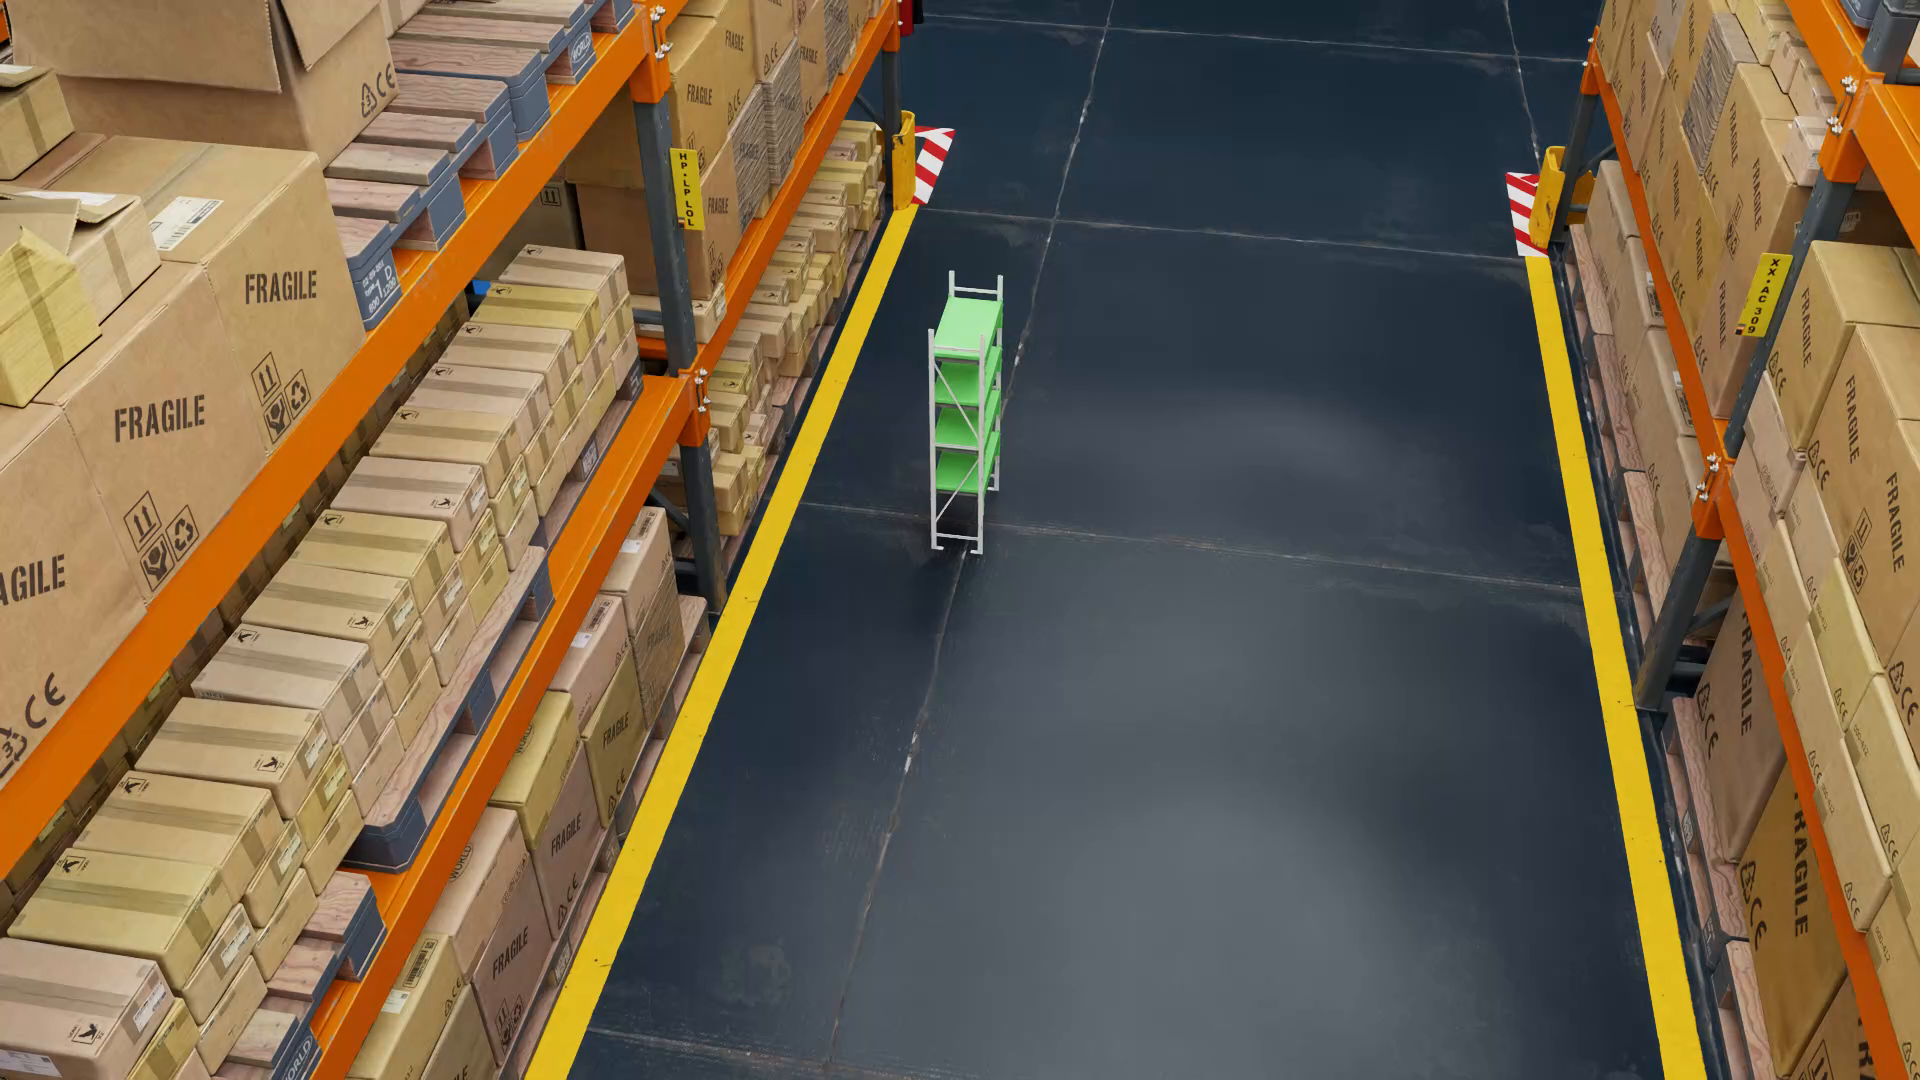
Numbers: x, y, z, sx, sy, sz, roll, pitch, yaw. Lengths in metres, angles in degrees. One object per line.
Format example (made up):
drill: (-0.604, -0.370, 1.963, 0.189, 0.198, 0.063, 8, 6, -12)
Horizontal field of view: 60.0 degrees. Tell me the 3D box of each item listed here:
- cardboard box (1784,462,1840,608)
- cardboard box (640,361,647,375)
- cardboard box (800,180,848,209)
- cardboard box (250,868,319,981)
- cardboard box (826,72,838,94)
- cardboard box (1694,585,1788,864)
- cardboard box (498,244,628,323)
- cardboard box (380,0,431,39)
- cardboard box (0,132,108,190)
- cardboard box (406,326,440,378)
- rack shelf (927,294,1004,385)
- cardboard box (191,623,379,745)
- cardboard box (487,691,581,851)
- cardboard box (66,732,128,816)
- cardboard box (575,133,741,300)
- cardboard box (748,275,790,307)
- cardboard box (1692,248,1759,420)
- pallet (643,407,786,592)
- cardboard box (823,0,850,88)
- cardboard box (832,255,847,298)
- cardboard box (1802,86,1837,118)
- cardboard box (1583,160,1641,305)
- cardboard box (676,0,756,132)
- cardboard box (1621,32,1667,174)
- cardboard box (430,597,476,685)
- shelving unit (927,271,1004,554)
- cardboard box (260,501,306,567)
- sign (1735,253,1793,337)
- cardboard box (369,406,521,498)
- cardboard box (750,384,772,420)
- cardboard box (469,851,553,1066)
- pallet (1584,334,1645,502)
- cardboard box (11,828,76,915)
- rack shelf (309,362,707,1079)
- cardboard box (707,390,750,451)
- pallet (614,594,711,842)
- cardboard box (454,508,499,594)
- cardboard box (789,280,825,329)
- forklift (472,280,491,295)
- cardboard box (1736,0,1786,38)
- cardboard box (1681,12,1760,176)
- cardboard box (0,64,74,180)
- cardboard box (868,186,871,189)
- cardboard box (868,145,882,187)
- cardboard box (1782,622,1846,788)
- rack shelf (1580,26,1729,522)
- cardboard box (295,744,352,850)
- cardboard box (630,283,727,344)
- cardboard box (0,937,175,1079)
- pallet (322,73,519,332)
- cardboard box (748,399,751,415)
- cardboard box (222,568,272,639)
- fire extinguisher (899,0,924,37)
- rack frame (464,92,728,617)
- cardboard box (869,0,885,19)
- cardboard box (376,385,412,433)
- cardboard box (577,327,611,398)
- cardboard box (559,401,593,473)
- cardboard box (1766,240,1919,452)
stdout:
cardboard box: (2.922, 0.016, 5.199, 0.500, 0.250, 0.500, 7, 40, 8)
cardboard box: (-1.708, -0.773, 7.868, 0.380, 0.149, 0.250, 6, 40, 7)
cardboard box: (-0.831, -1.866, 9.190, 0.380, 0.149, 0.250, 5, 40, 6)
cardboard box: (-1.878, 0.942, 4.221, 0.380, 0.149, 0.250, 8, 40, 10)
cardboard box: (-0.845, -2.449, 8.652, 0.380, 0.149, 0.250, 5, 40, 6)
cardboard box: (3.310, 0.631, 6.068, 0.875, 0.875, 0.875, 8, 40, 9)
cardboard box: (-1.432, -0.928, 6.015, 0.380, 0.149, 0.250, 8, 40, 10)
cardboard box: (-1.913, -1.661, 4.888, 0.500, 0.311, 0.500, 6, 40, 7)
cardboard box: (-2.234, -0.606, 3.793, 0.500, 0.500, 0.500, 6, 40, 8)
cardboard box: (-2.118, -0.727, 6.006, 0.380, 0.149, 0.250, 6, 40, 7)
rack shelf: (0.029, -0.887, 7.325, 0.258, 0.148, 0.480, 6, 40, 8)
cardboard box: (-1.794, 0.382, 4.431, 0.380, 0.149, 0.250, 8, 40, 10)
cardboard box: (-1.614, 0.755, 5.623, 0.500, 0.250, 0.500, 5, 40, 6)
cardboard box: (-2.478, 0.574, 4.433, 0.380, 0.149, 0.250, 6, 40, 8)
cardboard box: (-1.220, -1.343, 6.805, 0.500, 0.500, 0.500, 6, 40, 7)
cardboard box: (-1.076, -1.220, 8.409, 0.380, 0.149, 0.250, 5, 40, 6)
cardboard box: (3.167, -0.782, 6.360, 0.500, 0.500, 0.500, 7, 40, 8)
pallet: (-1.473, -0.257, 7.993, 1.003, 0.211, 1.213, 6, 40, 8)
cardboard box: (-0.859, -2.618, 8.347, 0.500, 0.500, 0.500, 7, 40, 8)
cardboard box: (-0.835, -1.475, 9.184, 0.380, 0.149, 0.250, 5, 40, 6)
cardboard box: (3.231, -1.480, 5.911, 0.380, 0.149, 0.250, 7, 40, 9)
cardboard box: (4.015, -1.684, 9.211, 0.875, 0.438, 0.875, 5, 40, 6)
cardboard box: (-1.162, -2.029, 6.850, 0.500, 0.500, 0.500, 5, 40, 6)
cardboard box: (3.499, -2.066, 7.913, 0.500, 0.500, 0.500, 6, 40, 7)
cardboard box: (-1.696, 0.285, 5.016, 0.380, 0.149, 0.250, 5, 40, 6)
shelving unit: (0.029, -0.566, 7.590, 0.258, 1.200, 0.503, 6, 40, 8)
cardboard box: (-2.298, -0.066, 5.207, 0.380, 0.149, 0.250, 6, 40, 7)
sign: (2.792, -0.849, 5.778, 0.100, 0.325, 0.005, 6, 40, 8)
cardboard box: (-1.615, -0.278, 5.230, 0.380, 0.149, 0.250, 5, 40, 6)
cardboard box: (-1.142, -0.656, 8.195, 0.380, 0.149, 0.250, 6, 40, 7)
cardboard box: (-1.705, 1.351, 5.491, 0.500, 0.500, 0.500, 5, 40, 7)
pallet: (3.756, -0.586, 8.390, 1.003, 0.211, 1.213, 6, 40, 8)
cardboard box: (-2.525, 0.861, 4.319, 0.380, 0.149, 0.250, 7, 40, 8)
rack shelf: (-1.900, 0.626, 5.301, 1.077, 0.370, 4.000, 6, 40, 8)
cardboard box: (-1.185, -0.559, 7.610, 0.380, 0.149, 0.250, 8, 40, 10)
pallet: (-1.688, 0.657, 6.887, 1.003, 0.211, 1.213, 6, 40, 8)
cardboard box: (-1.653, 0.013, 5.111, 0.380, 0.149, 0.250, 7, 40, 8)
cardboard box: (-0.920, -1.245, 8.673, 0.380, 0.149, 0.250, 7, 40, 8)
forklift: (-3.344, -2.362, 8.404, 3.031, 2.935, 1.130, 3, 40, 4)
cardboard box: (3.362, -2.122, 6.687, 0.380, 0.149, 0.250, 6, 40, 7)
cardboard box: (3.323, -1.813, 6.822, 0.500, 0.500, 0.500, 7, 40, 8)
cardboard box: (-2.230, -0.978, 3.642, 0.396, 0.266, 0.258, 6, 40, 8)
cardboard box: (-0.748, -2.127, 9.973, 0.380, 0.149, 0.250, 7, 40, 8)
cardboard box: (-0.672, -2.232, 9.867, 0.380, 0.149, 0.250, 5, 40, 6)
cardboard box: (2.810, 0.525, 4.975, 0.500, 0.250, 0.500, 6, 40, 7)
rack shelf: (3.685, -1.402, 7.753, 1.077, 0.370, 4.000, 6, 40, 8)
cardboard box: (-1.834, 0.646, 4.346, 0.380, 0.149, 0.250, 7, 40, 8)
cardboard box: (-1.183, -0.952, 6.841, 0.380, 0.149, 0.250, 8, 40, 9)
cardboard box: (-1.975, 1.038, 3.638, 0.380, 0.149, 0.250, 6, 40, 8)
pallet: (-1.943, -0.964, 4.451, 1.213, 0.211, 1.003, 6, 40, 8)
cardboard box: (-1.214, -0.602, 7.896, 0.380, 0.149, 0.250, 6, 40, 7)
cardboard box: (-2.343, 0.203, 5.115, 0.380, 0.149, 0.250, 5, 40, 6)
fire extinguisher: (-0.364, -3.351, 9.899, 0.296, 0.674, 0.183, 6, 40, 8)
rack frame: (-1.554, -0.907, 6.590, 1.000, 3.000, 0.127, 6, 40, 8)
cardboard box: (-0.640, -3.084, 9.421, 0.380, 0.149, 0.250, 6, 40, 8)
cardboard box: (-2.165, -0.444, 5.898, 0.380, 0.149, 0.250, 7, 40, 8)
cardboard box: (-1.473, -0.649, 5.912, 0.380, 0.149, 0.250, 7, 40, 8)
cardboard box: (-1.517, -0.381, 5.822, 0.380, 0.149, 0.250, 6, 40, 8)
cardboard box: (2.979, -0.604, 5.360, 0.500, 0.500, 0.500, 7, 40, 8)
